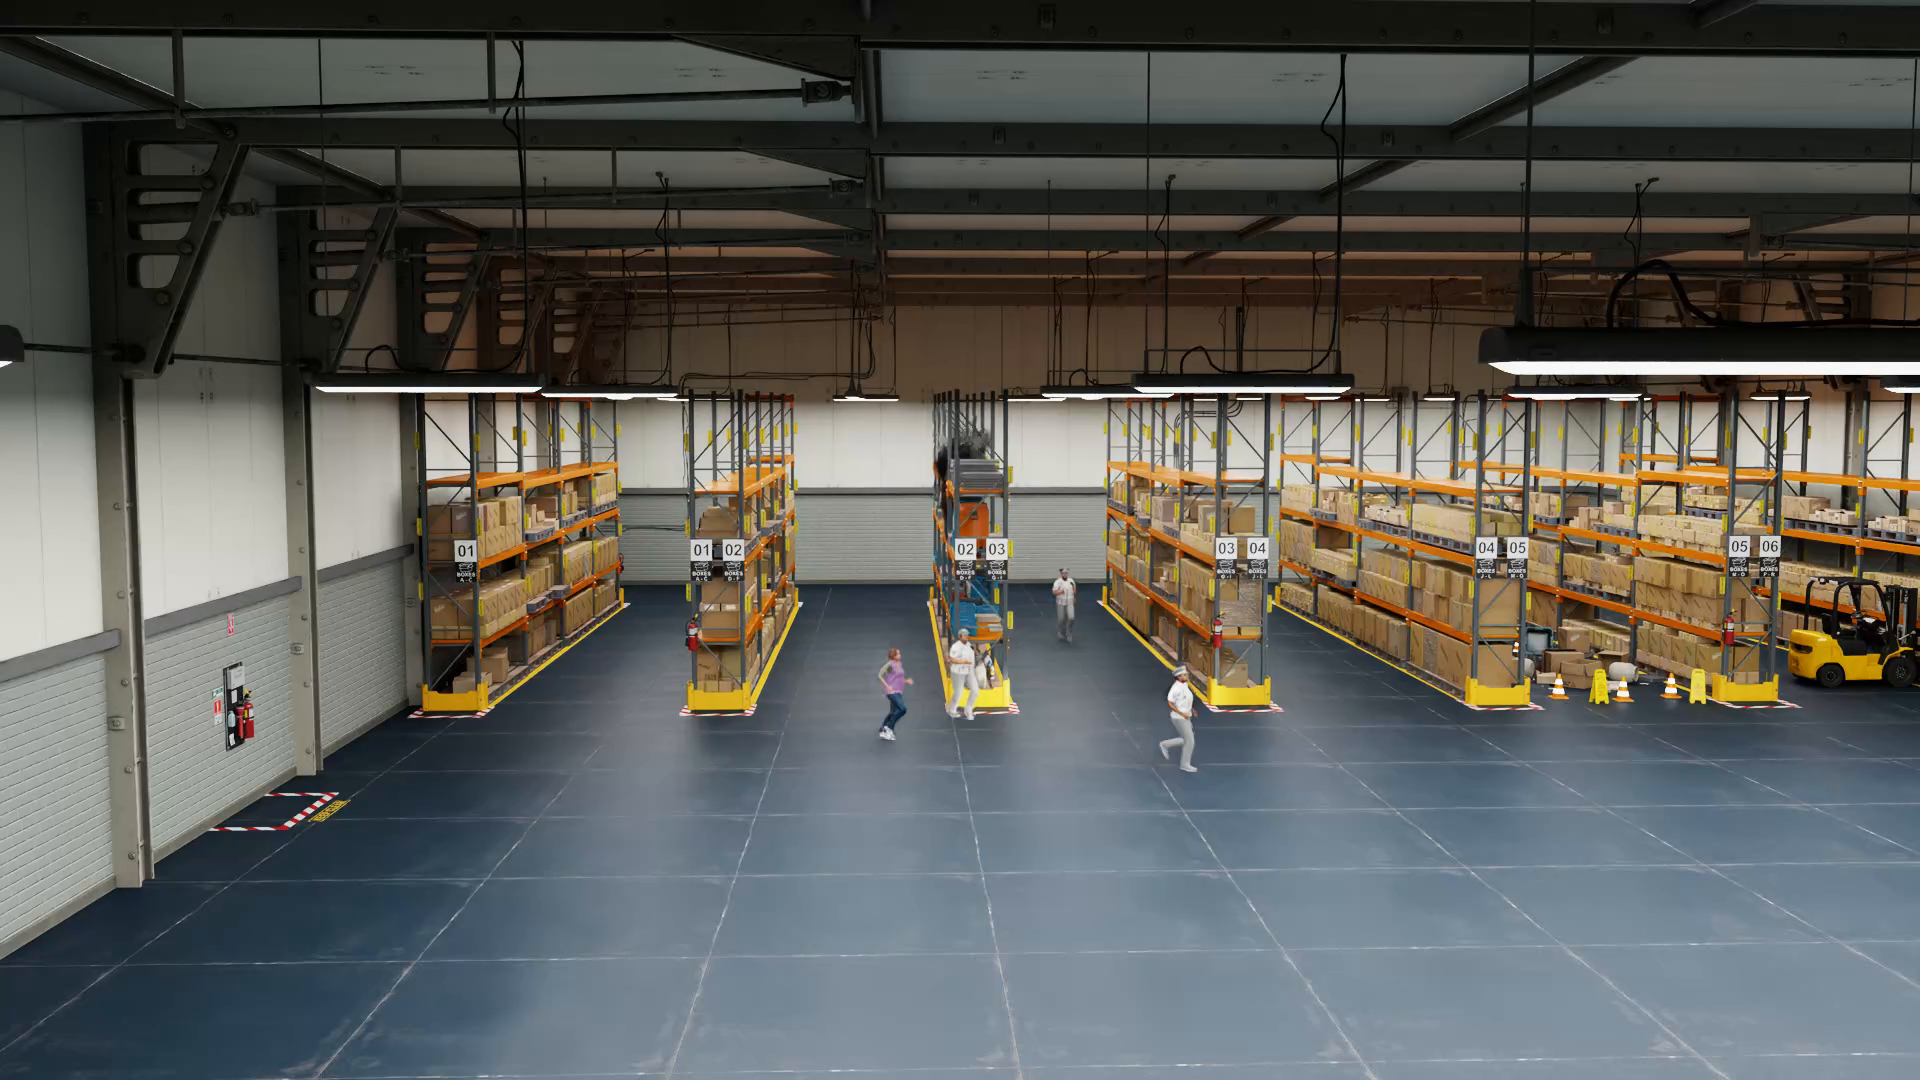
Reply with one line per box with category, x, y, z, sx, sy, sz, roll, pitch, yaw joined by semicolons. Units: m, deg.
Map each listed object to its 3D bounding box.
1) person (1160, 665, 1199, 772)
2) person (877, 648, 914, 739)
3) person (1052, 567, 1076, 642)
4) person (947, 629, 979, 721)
person;3.413;2.784;26.042;0.643;1.671;0.576;2;5;24
person;-1.105;2.615;28.344;0.628;1.565;0.505;2;5;23
person;2.550;1.571;40.194;0.648;1.832;0.740;-1;5;-9
person;0.059;2.459;30.156;0.601;1.701;0.661;-4;6;-39
